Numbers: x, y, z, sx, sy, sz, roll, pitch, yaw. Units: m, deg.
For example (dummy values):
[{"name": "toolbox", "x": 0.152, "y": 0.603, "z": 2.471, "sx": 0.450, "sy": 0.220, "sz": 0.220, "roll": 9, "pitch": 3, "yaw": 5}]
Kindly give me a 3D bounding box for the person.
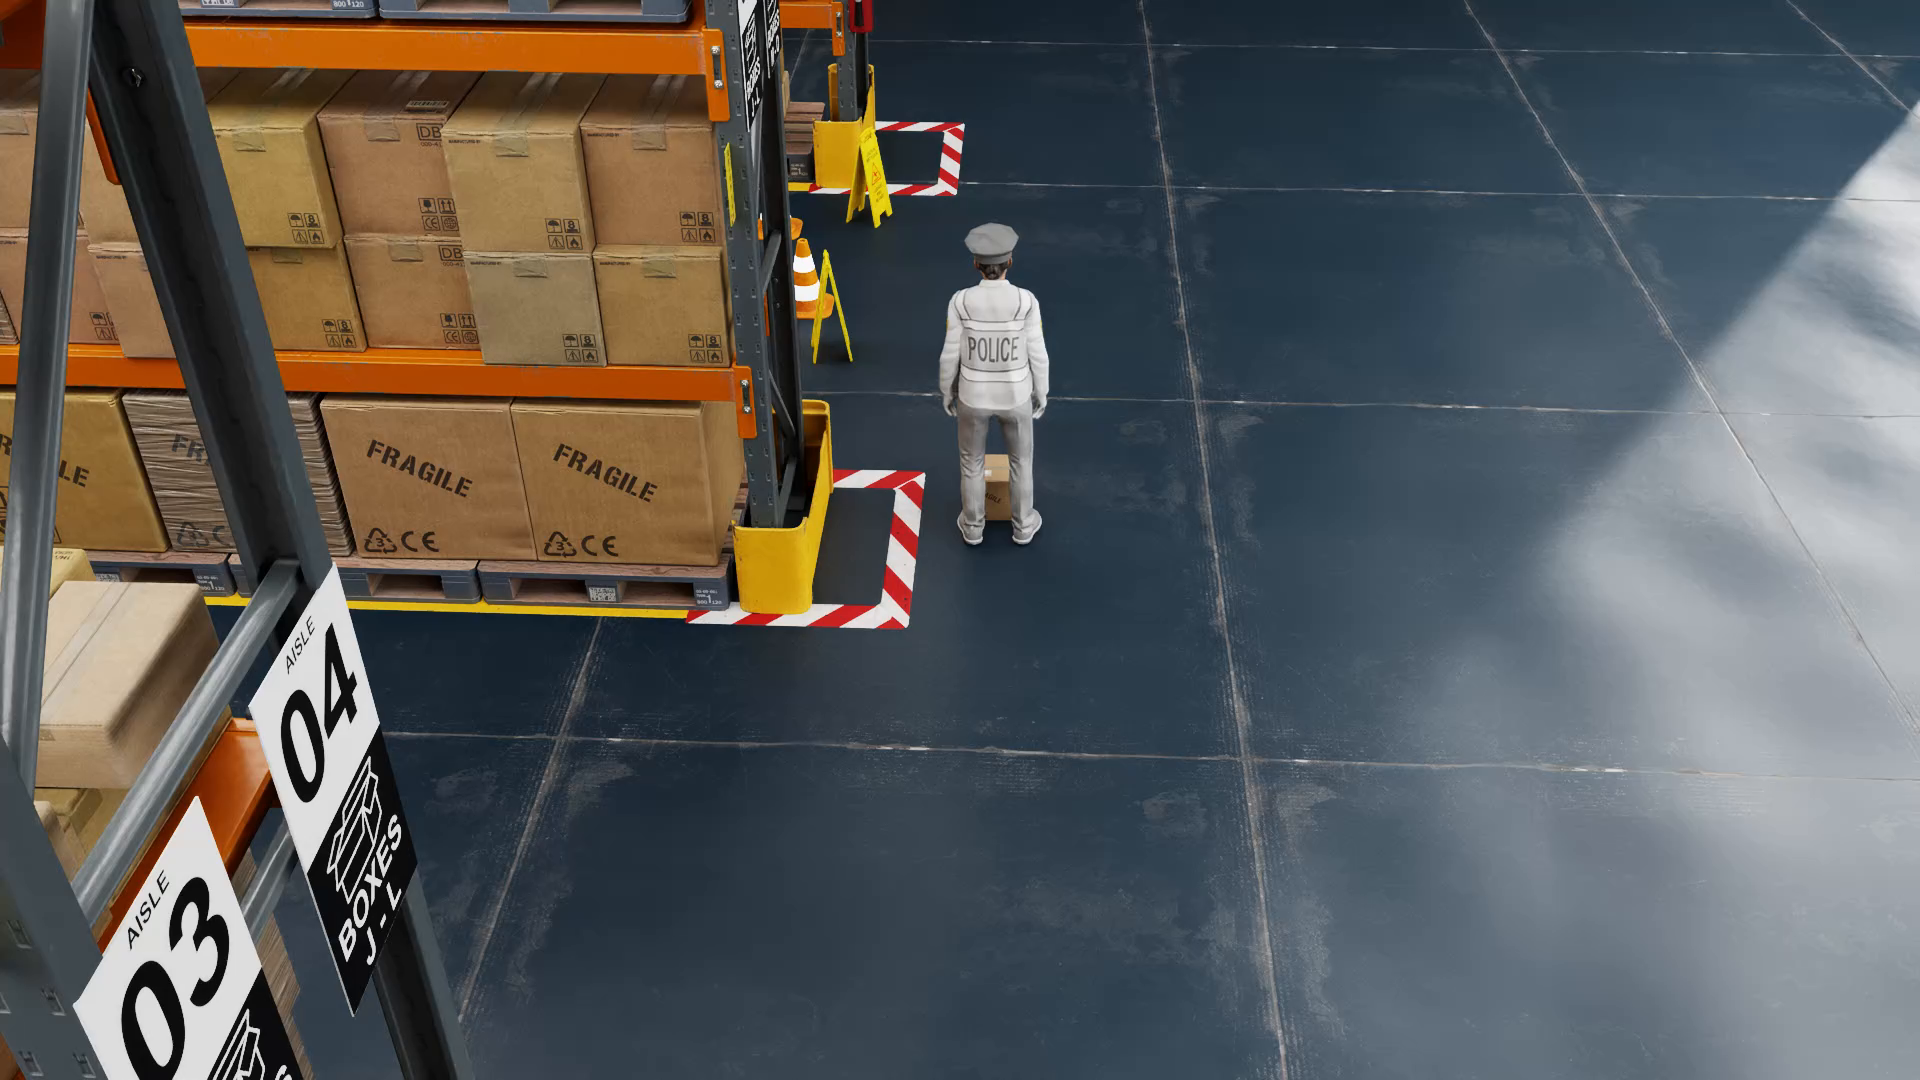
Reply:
[{"name": "person", "x": 0.167, "y": -0.705, "z": 8.086, "sx": 0.526, "sy": 1.663, "sz": 0.376, "roll": 1, "pitch": 36, "yaw": 2}]
